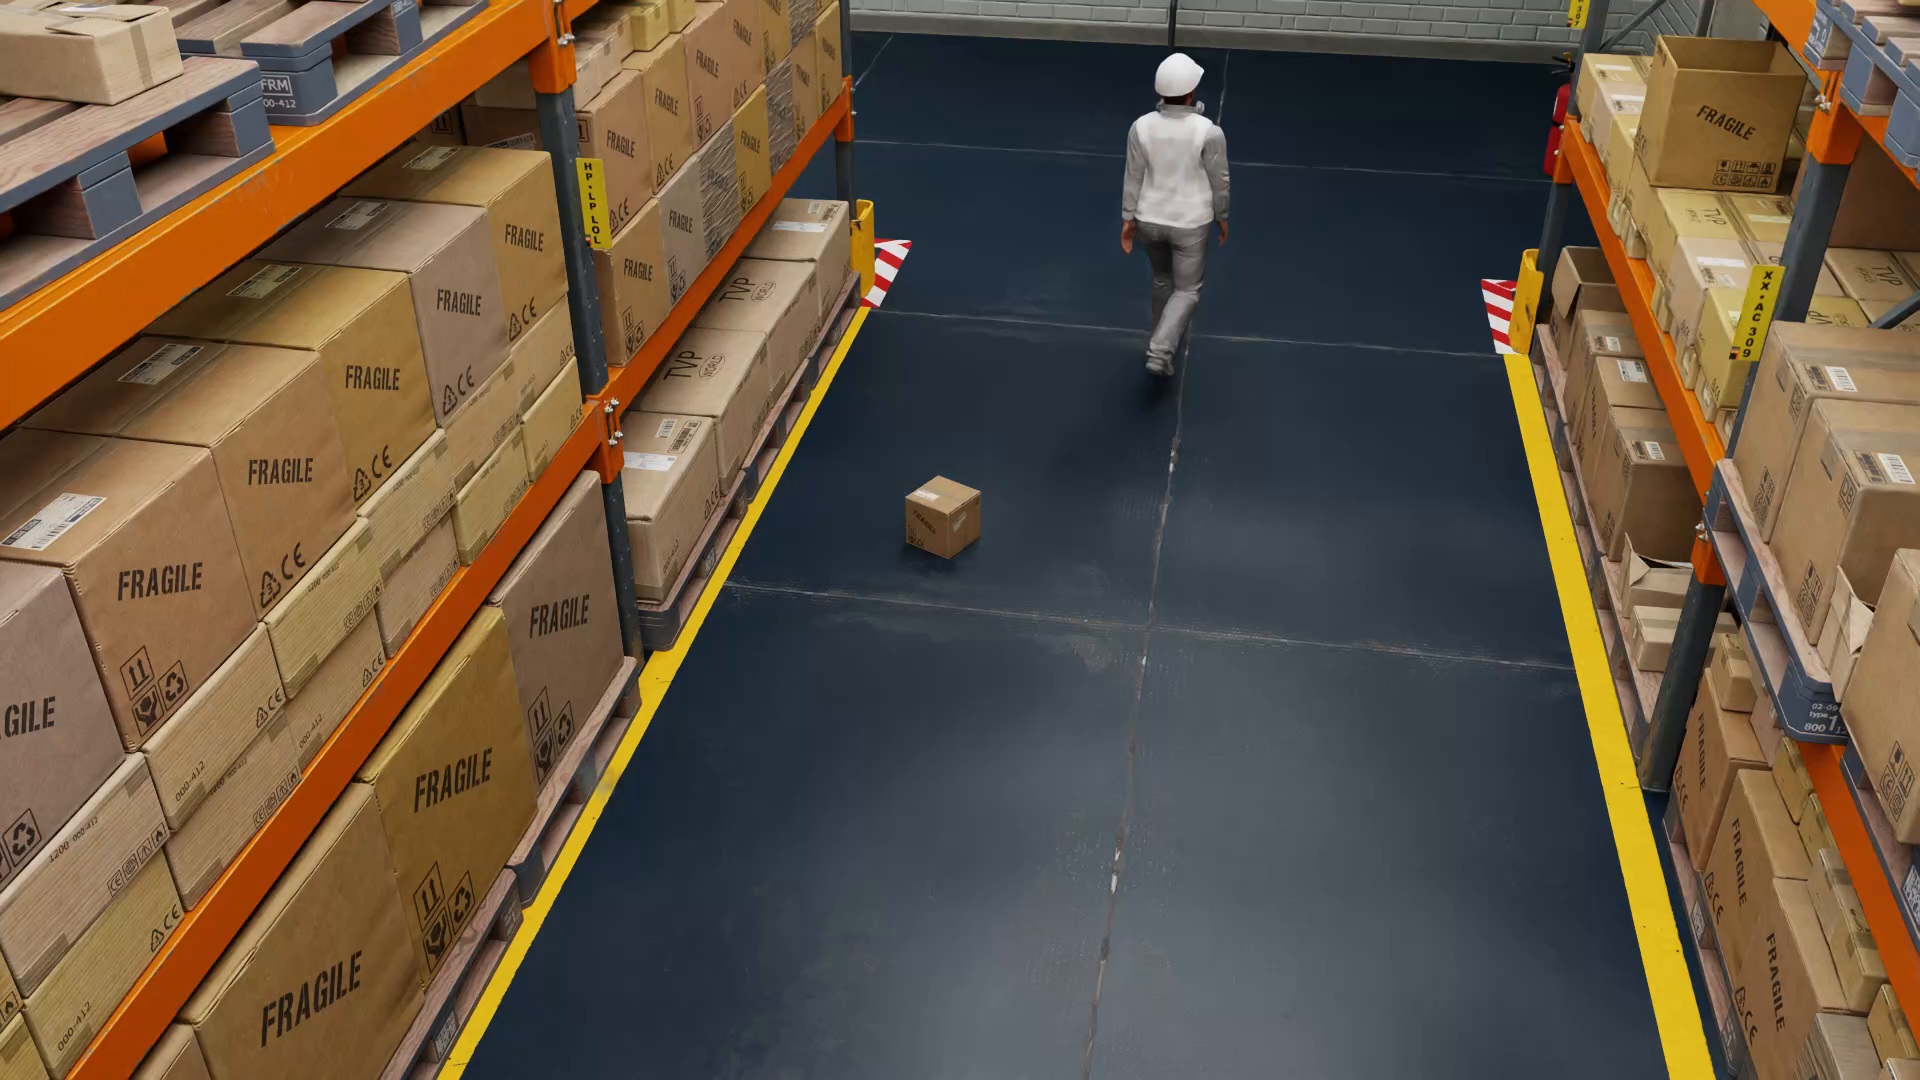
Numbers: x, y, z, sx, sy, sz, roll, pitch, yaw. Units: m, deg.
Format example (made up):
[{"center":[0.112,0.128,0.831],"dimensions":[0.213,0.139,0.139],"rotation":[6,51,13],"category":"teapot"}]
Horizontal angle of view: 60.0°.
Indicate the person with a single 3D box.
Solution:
[{"center":[1.145,-1.713,8.832],"dimensions":[0.550,1.738,0.919],"rotation":[14,35,21],"category":"person"}]
